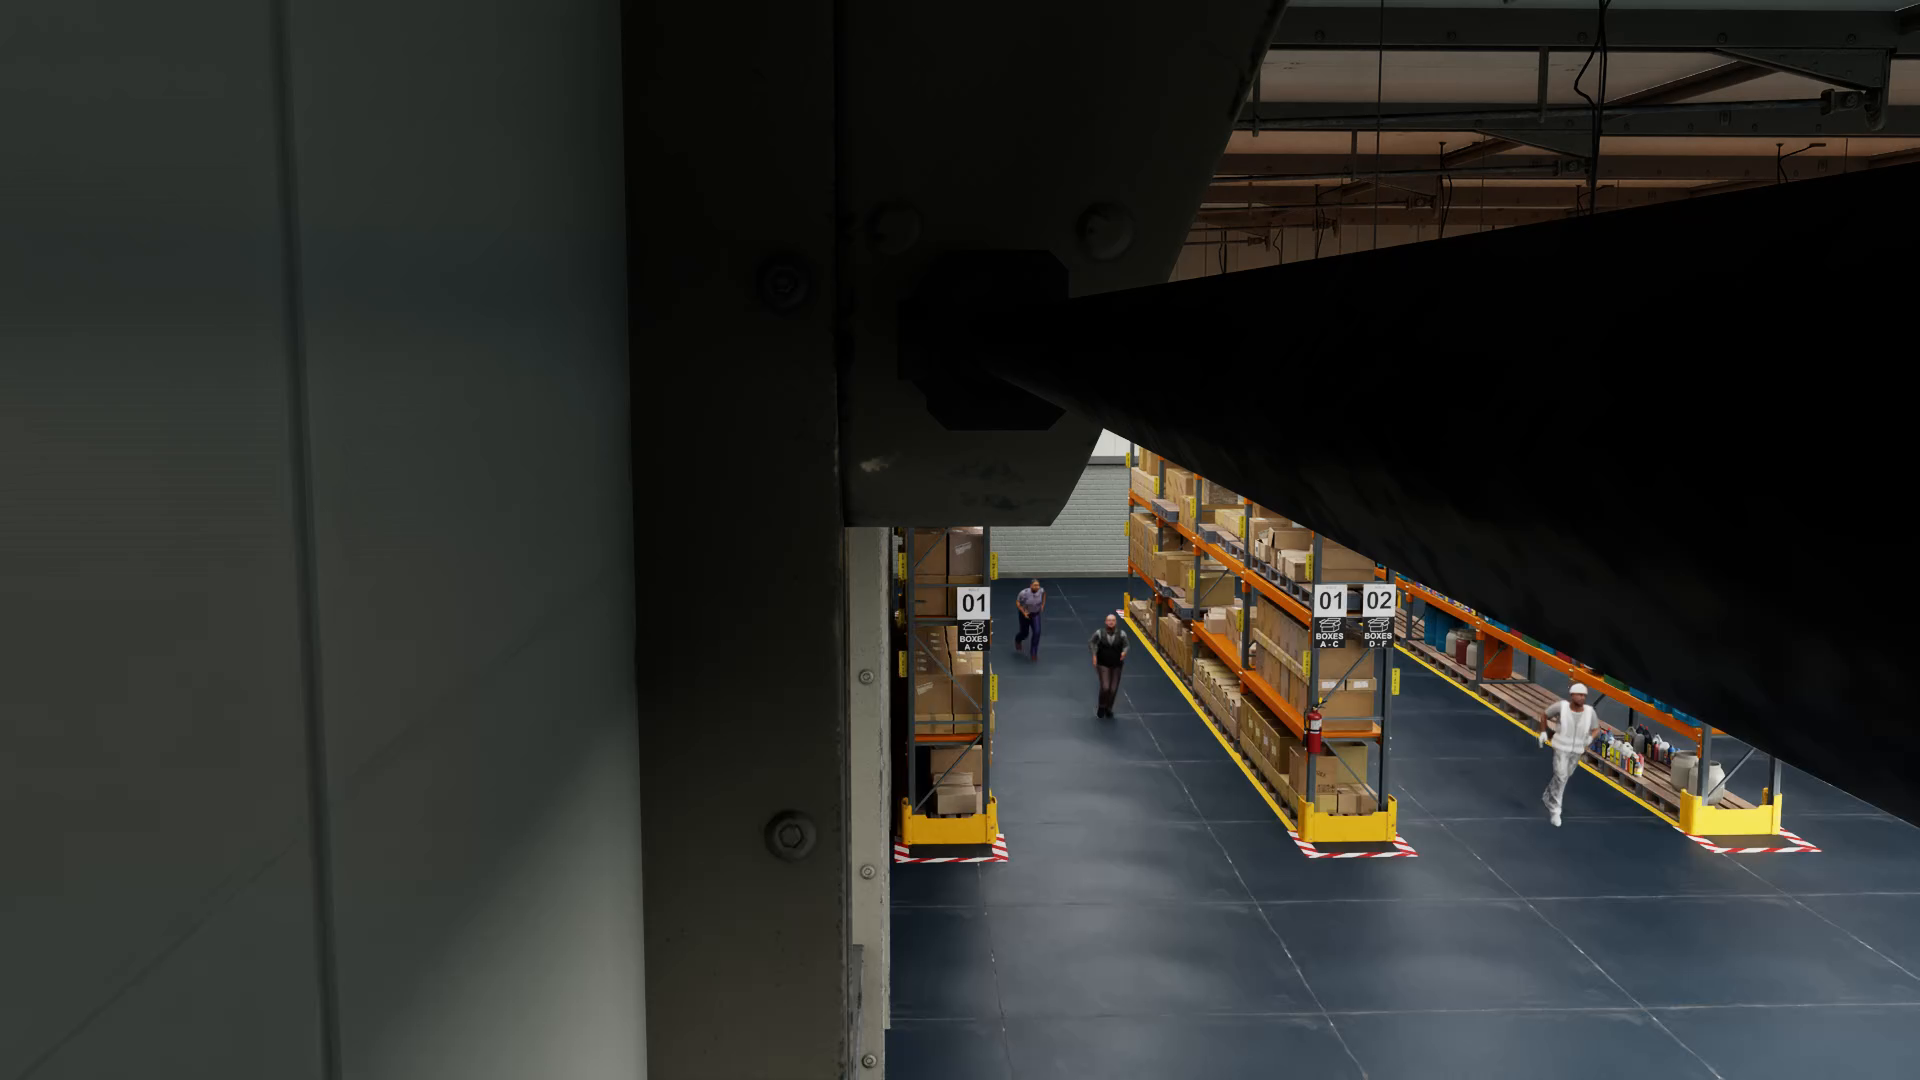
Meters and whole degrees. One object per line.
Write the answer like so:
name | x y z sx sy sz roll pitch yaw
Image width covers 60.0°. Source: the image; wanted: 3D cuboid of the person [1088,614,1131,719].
person | 2.438 2.053 26.882 0.655 1.708 0.671 -1 7 -6

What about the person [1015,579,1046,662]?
person | 1.312 1.492 31.923 0.631 1.614 0.956 -3 8 -23

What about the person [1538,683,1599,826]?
person | 7.819 2.694 21.384 0.718 1.752 0.922 -1 7 -5
